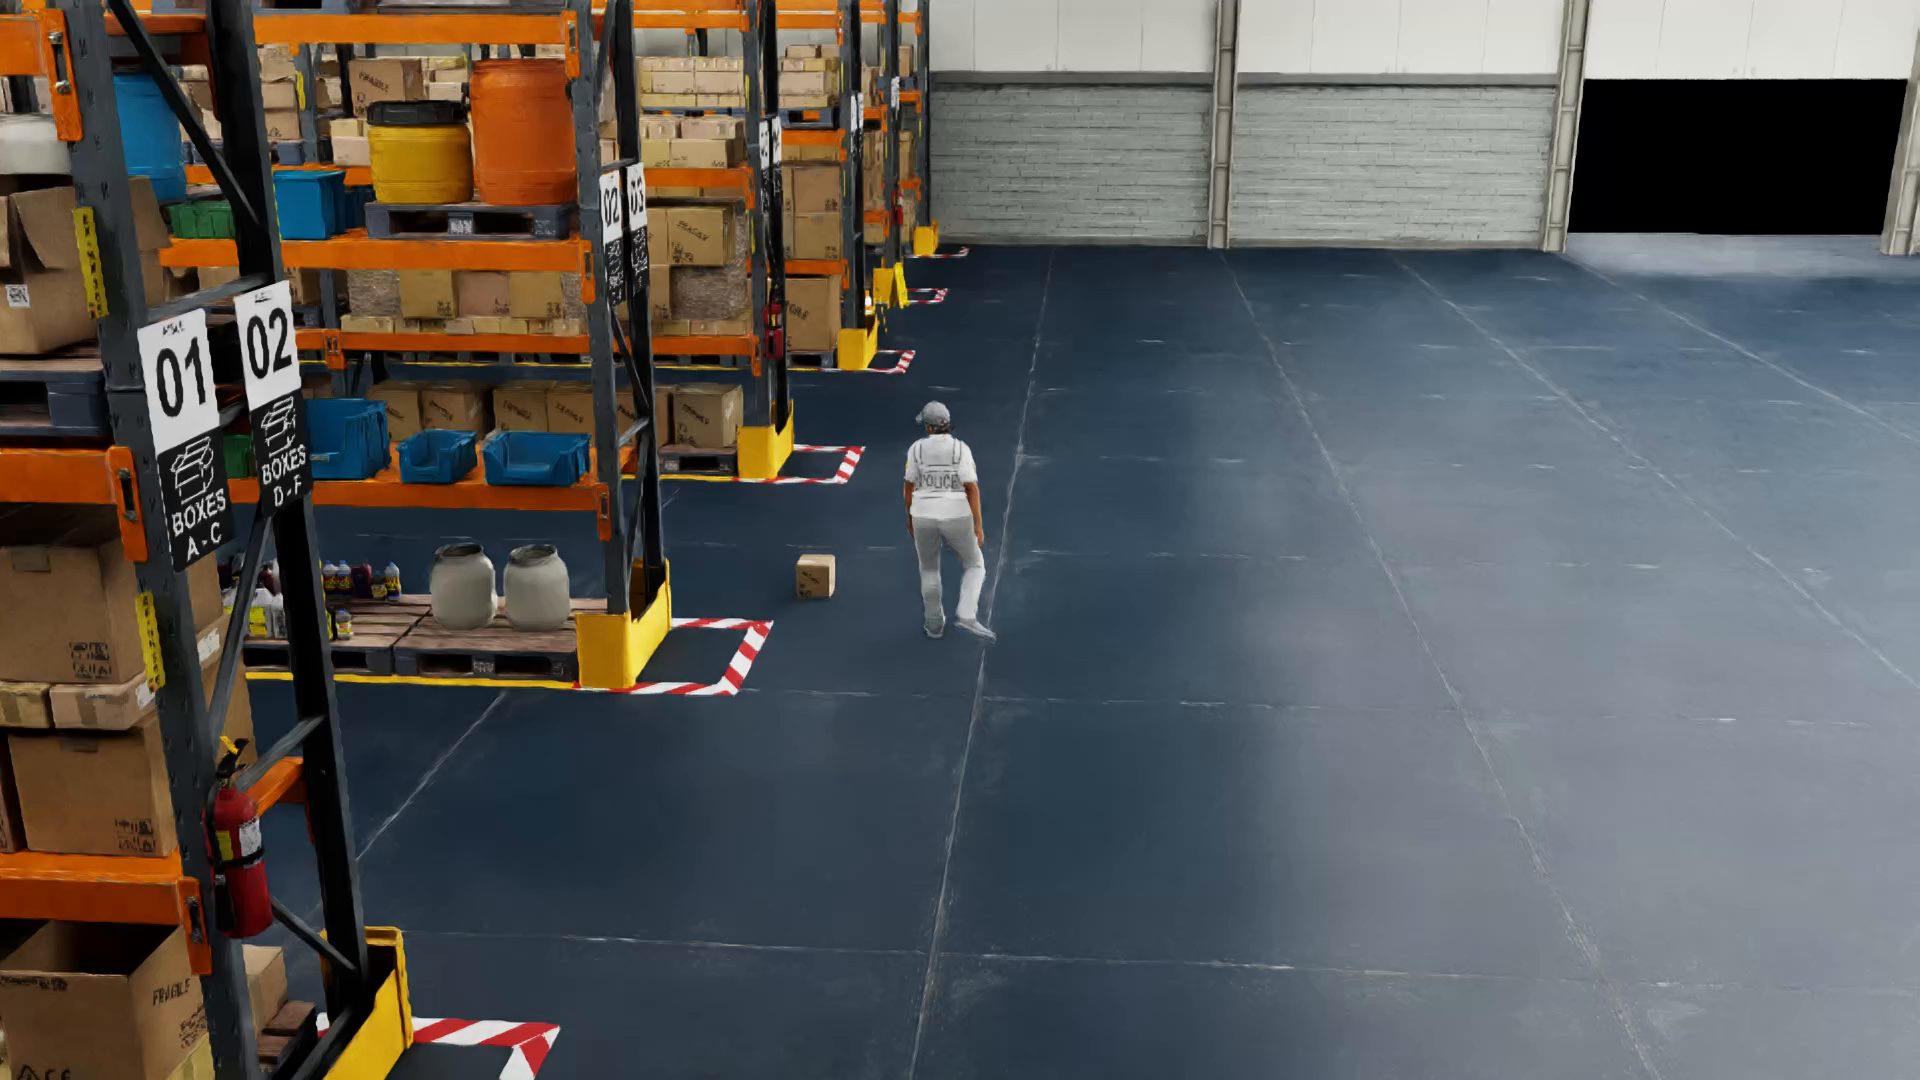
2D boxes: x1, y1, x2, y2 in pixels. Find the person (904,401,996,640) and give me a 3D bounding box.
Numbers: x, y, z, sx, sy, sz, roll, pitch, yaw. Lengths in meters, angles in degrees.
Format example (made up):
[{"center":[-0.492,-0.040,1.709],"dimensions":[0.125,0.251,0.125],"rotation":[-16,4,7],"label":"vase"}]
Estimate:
[{"center":[-0.057,-0.096,11.164],"dimensions":[0.681,1.659,0.586],"rotation":[3,18,9],"label":"person"}]
